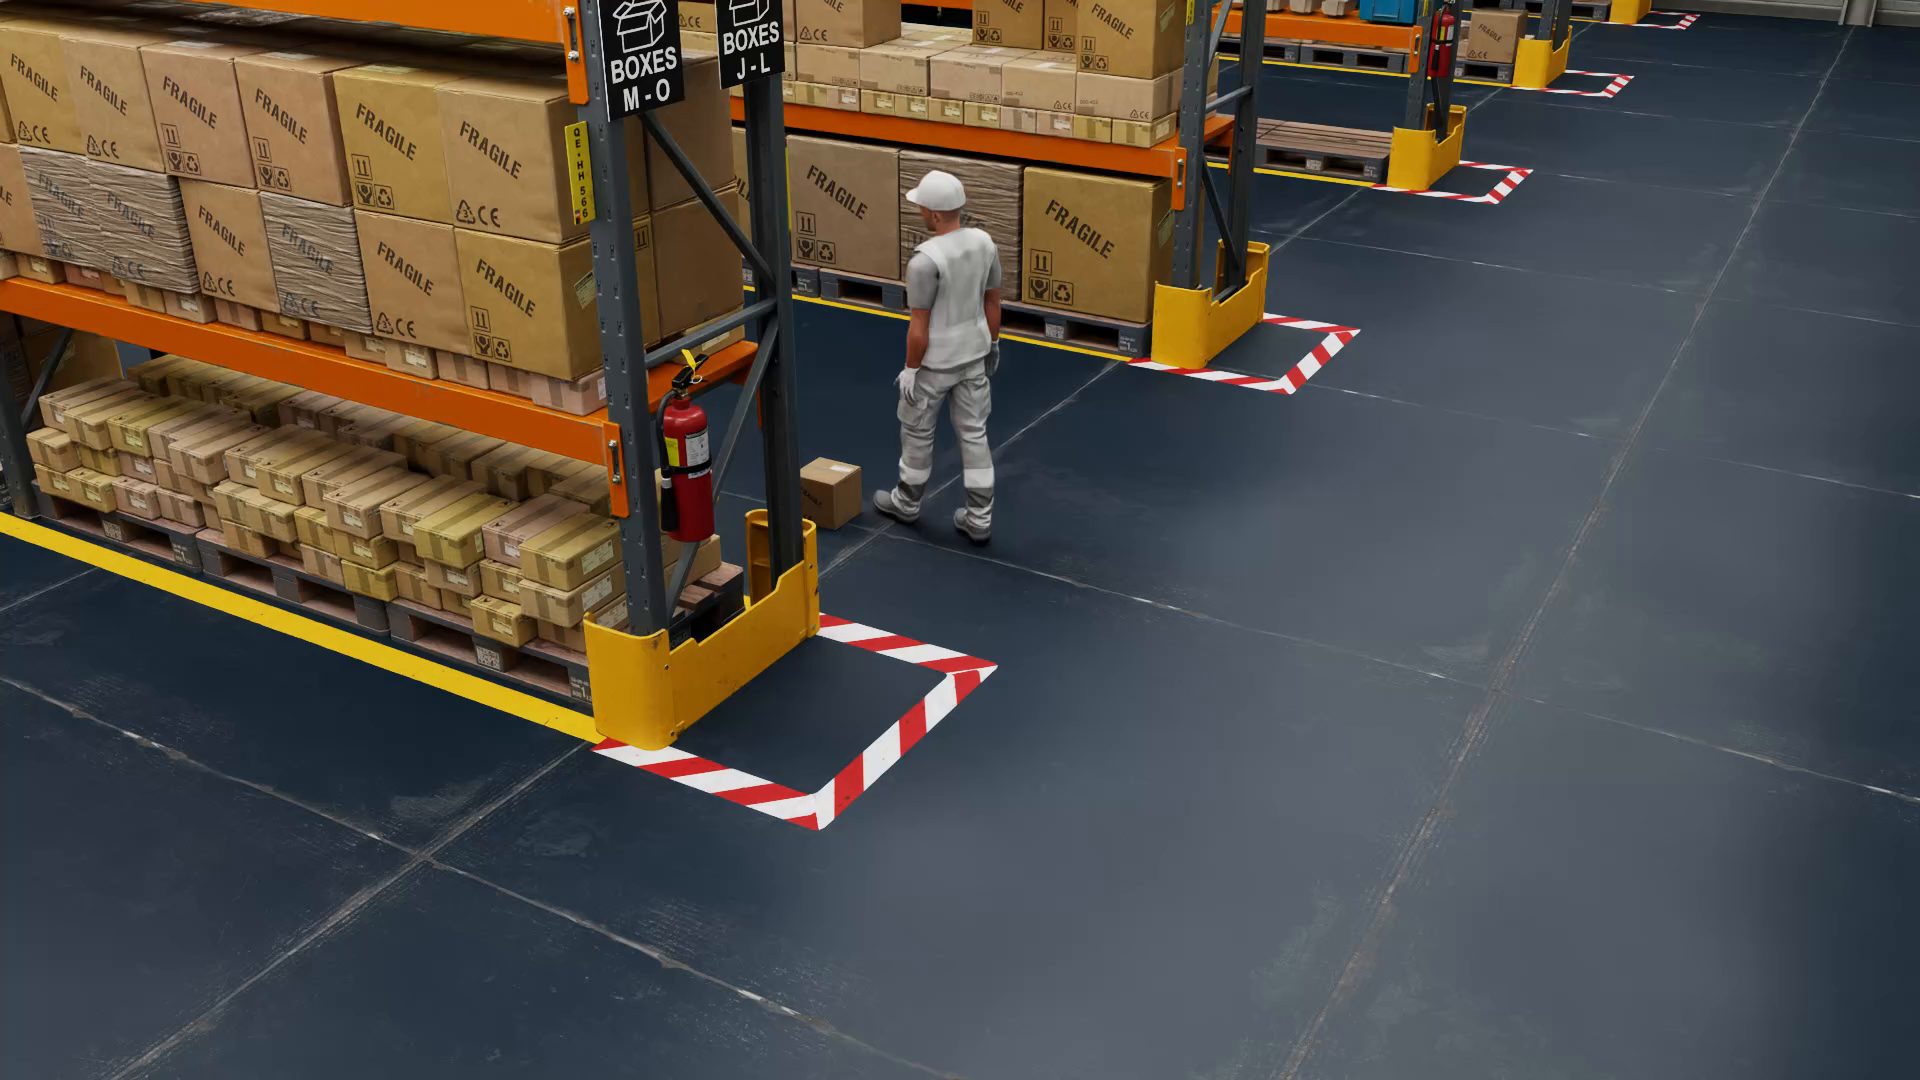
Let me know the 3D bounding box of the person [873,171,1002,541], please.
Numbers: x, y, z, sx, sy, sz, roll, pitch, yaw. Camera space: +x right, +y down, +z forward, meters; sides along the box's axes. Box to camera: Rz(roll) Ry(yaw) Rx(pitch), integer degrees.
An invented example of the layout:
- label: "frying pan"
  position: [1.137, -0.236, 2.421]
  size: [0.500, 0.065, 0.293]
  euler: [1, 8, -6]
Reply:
- label: "person"
  position: [-0.121, -0.892, 7.867]
  size: [0.592, 1.777, 0.696]
  euler: [-19, 32, -33]
